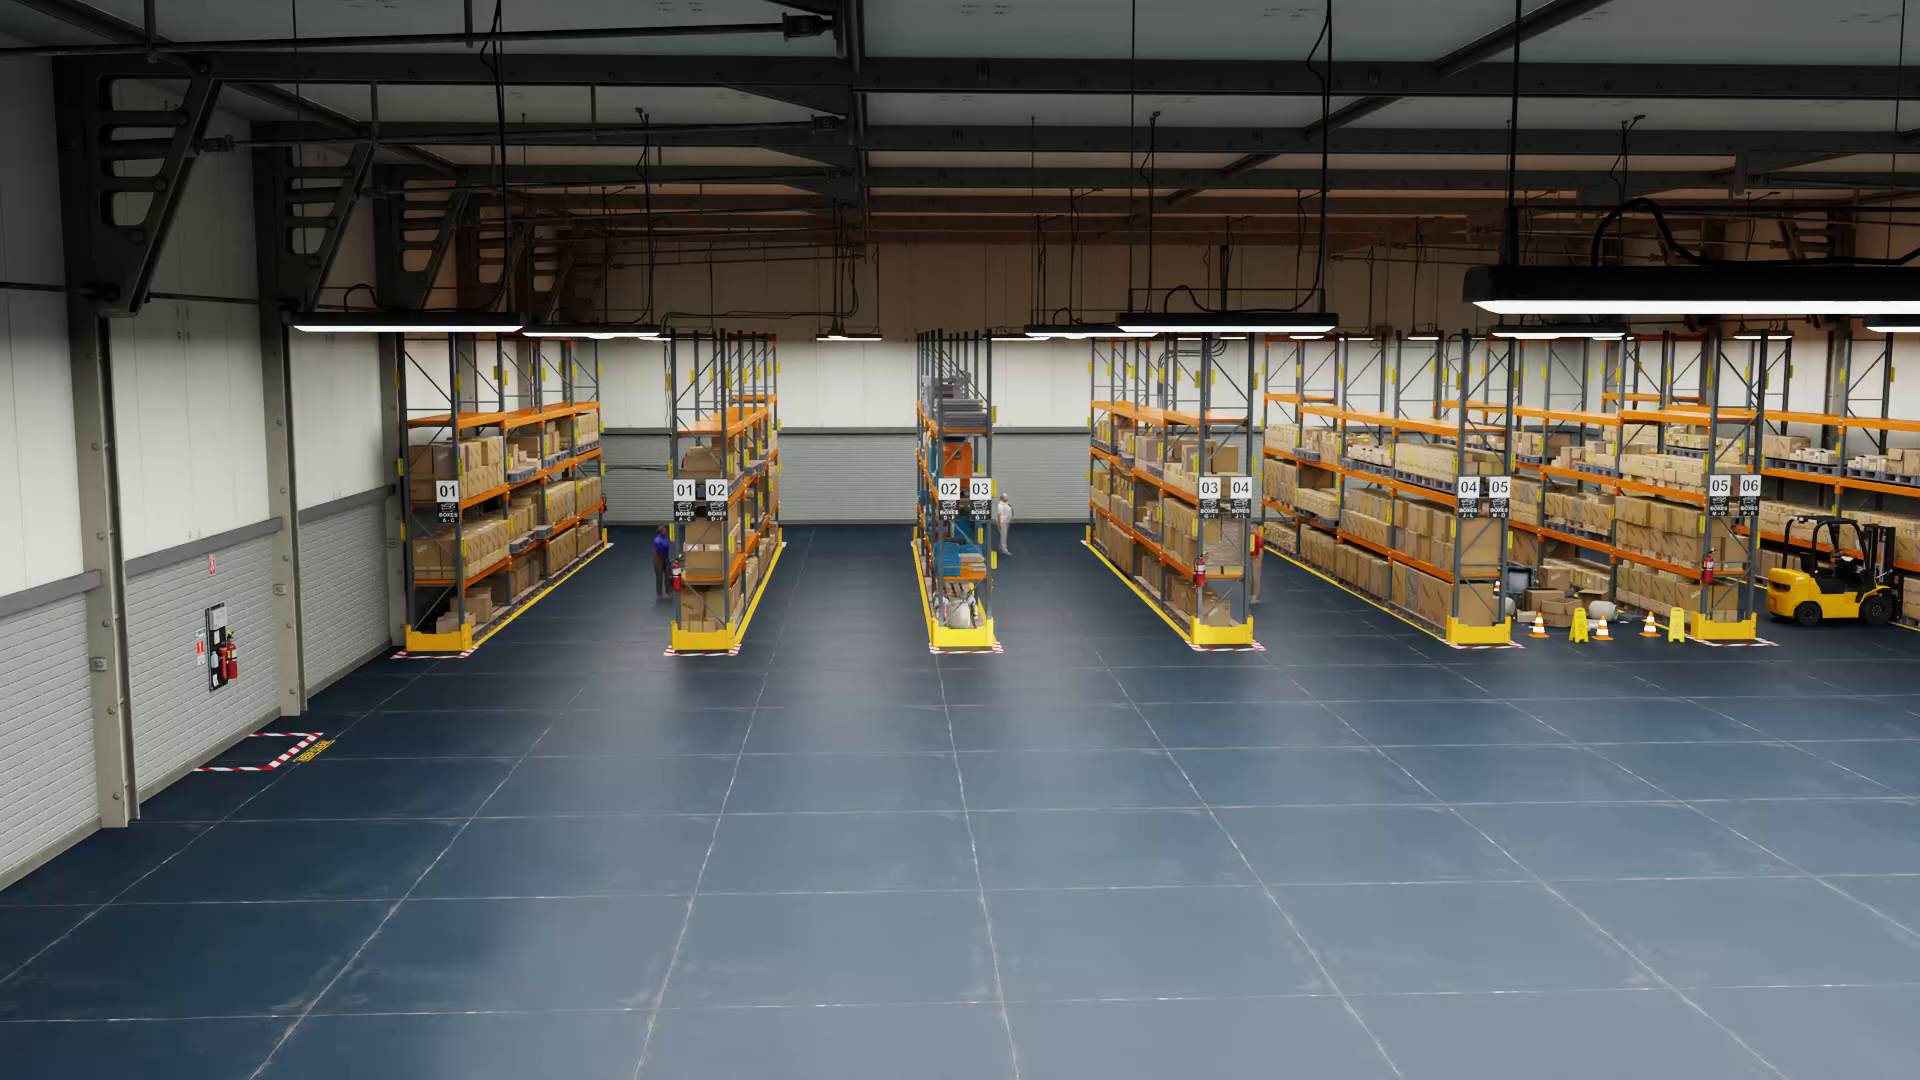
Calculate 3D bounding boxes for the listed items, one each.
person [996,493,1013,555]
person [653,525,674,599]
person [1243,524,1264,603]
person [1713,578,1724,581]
[{"bbox_3d":[1.257,-0.448,45.473,0.539,1.682,0.521,4,8,28],"label":"person"},{"bbox_3d":[-6.712,0.492,37.534,0.348,1.667,0.523,5,8,36],"label":"person"},{"bbox_3d":[6.511,0.518,37.029,0.539,1.746,0.542,-6,9,-41],"label":"person"},{"bbox_3d":[16.648,0.515,36.770,0.606,1.783,0.650,-6,9,-42],"label":"person"}]
